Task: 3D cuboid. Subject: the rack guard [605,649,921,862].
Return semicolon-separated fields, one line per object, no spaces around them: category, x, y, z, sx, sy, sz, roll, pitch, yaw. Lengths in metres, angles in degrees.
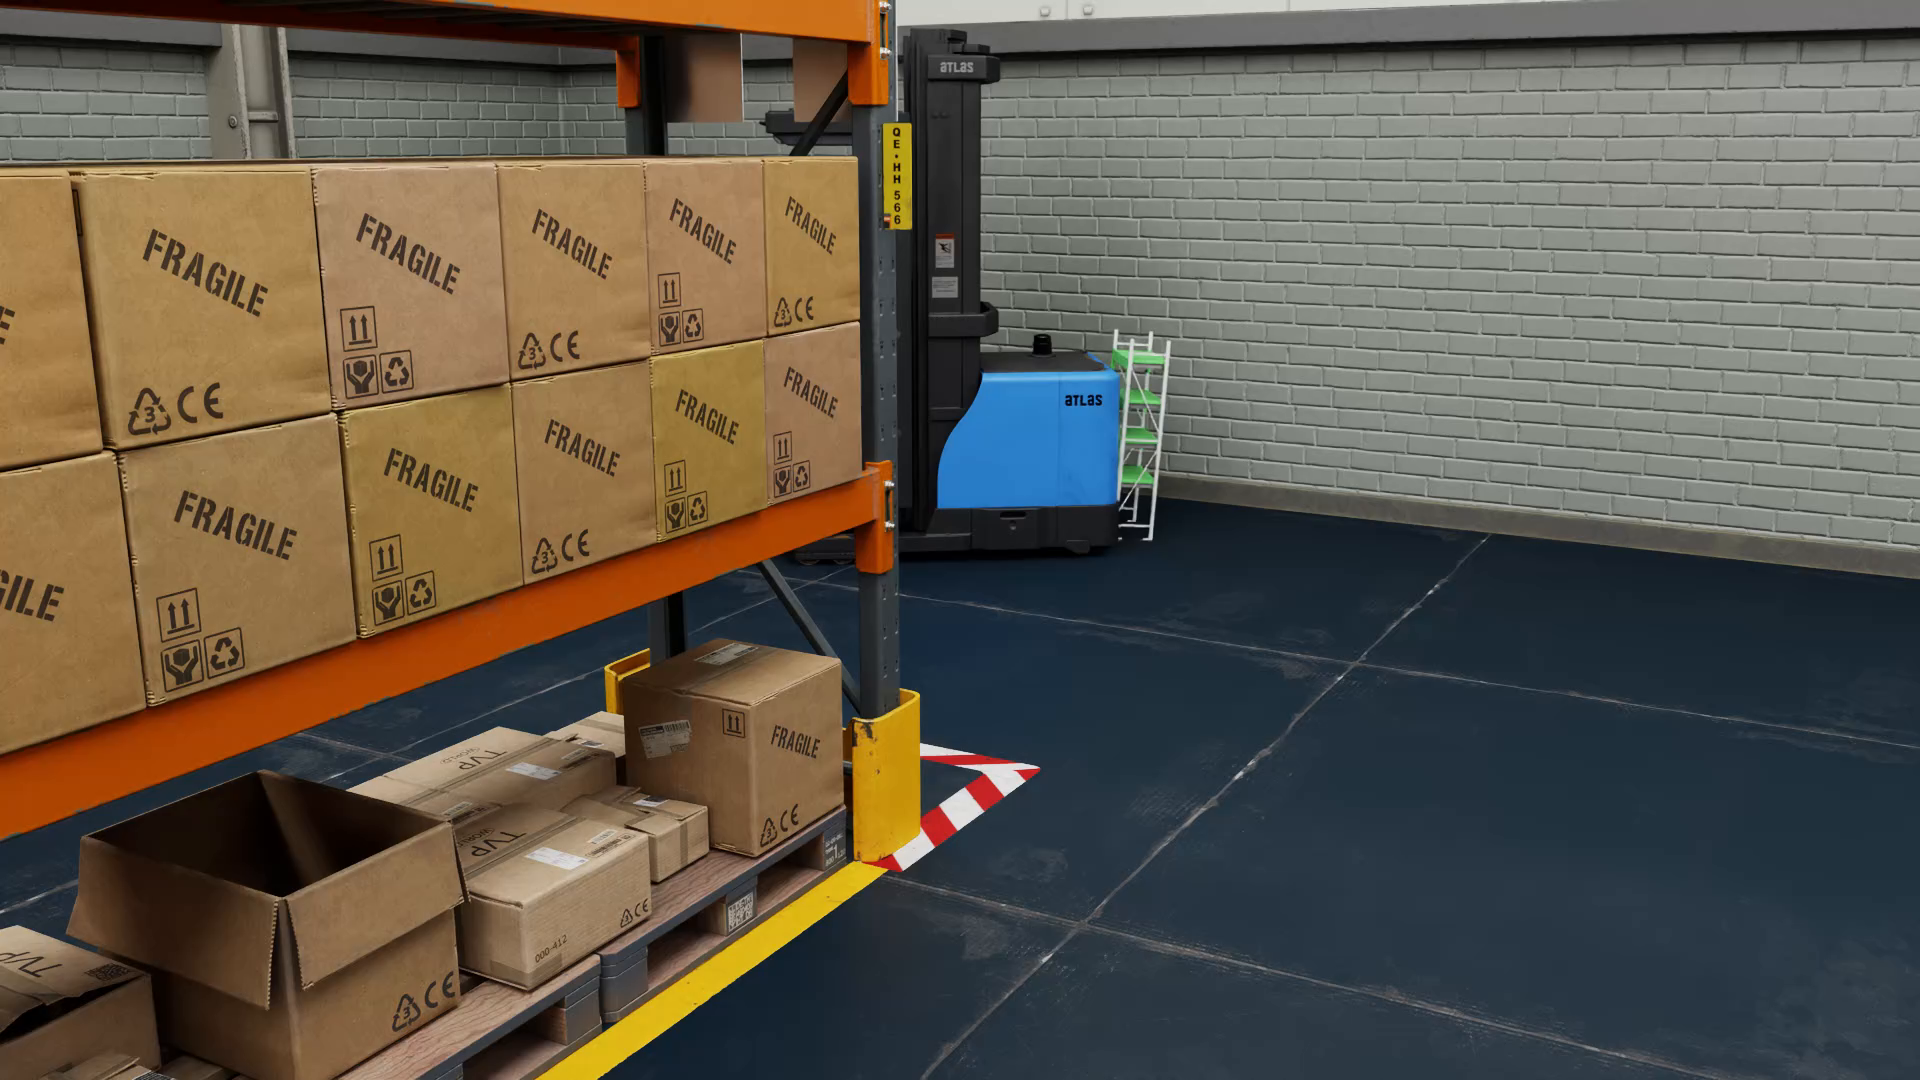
rack guard;-0.709;0.739;5.901;1.175;0.500;0.348;7;15;28

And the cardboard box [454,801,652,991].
cardboard box;-1.205;0.962;4.571;0.500;0.250;0.500;7;15;28

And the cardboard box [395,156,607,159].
cardboard box;-1.364;-0.857;4.842;0.500;0.500;0.500;8;15;29

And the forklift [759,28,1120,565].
forklift;-0.626;-1.411;9.634;3.031;2.935;1.130;-1;14;-5

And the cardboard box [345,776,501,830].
cardboard box;-1.667;0.916;4.763;0.500;0.250;0.500;7;15;28

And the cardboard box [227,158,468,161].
cardboard box;-1.610;-0.755;4.418;0.500;0.500;0.500;8;16;29

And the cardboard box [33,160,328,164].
cardboard box;-1.855;-0.651;3.986;0.500;0.500;0.500;7;15;28

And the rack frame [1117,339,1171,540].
rack frame;1.078;-0.589;9.885;0.240;1.200;0.015;2;13;-6

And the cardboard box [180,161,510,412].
cardboard box;-1.385;-0.588;3.725;0.500;0.500;0.500;8;16;30

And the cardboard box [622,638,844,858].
cardboard box;-0.720;0.649;5.336;0.500;0.500;0.500;7;15;28

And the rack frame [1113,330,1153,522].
rack frame;1.029;-0.704;10.357;0.240;1.200;0.015;2;13;-6

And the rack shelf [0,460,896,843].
rack shelf;-1.639;0.268;4.055;1.077;0.370;4.000;7;15;28

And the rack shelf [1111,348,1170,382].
rack shelf;1.081;-1.051;10.026;0.258;0.148;0.480;2;13;-6

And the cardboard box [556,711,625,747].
cardboard box;-1.176;0.727;5.761;0.380;0.149;0.250;7;15;28

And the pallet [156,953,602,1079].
pallet;-1.684;1.293;4.222;1.003;0.211;1.213;7;15;28

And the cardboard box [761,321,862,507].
cardboard box;-0.651;-0.418;5.152;0.500;0.500;0.500;8;16;30

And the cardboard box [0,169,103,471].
cardboard box;-1.883;-0.376;2.848;0.500;0.500;0.500;7;15;26

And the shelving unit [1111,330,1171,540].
shelving unit;1.054;-0.646;10.121;0.258;1.200;0.503;2;13;-6

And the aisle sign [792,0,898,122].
aisle sign;-0.371;-1.735;5.282;0.394;0.787;0.004;7;15;28

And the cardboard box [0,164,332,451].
cardboard box;-1.634;-0.482;3.285;0.500;0.500;0.500;7;15;26

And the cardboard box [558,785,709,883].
cardboard box;-0.994;0.884;5.073;0.380;0.166;0.250;7;15;28

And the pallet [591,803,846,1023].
pallet;-1.094;1.043;5.256;1.003;0.211;1.213;7;15;28

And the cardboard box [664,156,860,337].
cardboard box;-0.647;-0.904;5.036;0.500;0.500;0.500;7;15;28

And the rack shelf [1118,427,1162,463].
rack shelf;1.050;-0.584;10.135;0.258;0.148;0.480;2;13;-6

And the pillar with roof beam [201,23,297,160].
pillar with roof beam;-0.694;-4.133;7.976;9.100;9.000;0.400;7;15;28

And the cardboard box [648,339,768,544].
cardboard box;-0.898;-0.311;4.709;0.500;0.500;0.500;8;15;29

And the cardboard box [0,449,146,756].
cardboard box;-1.876;0.101;3.000;0.500;0.500;0.500;8;16;29

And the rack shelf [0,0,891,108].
rack shelf;-1.639;-1.190;3.704;1.077;0.370;4.000;7;15;28

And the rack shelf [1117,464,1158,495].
rack shelf;1.034;-0.351;10.190;0.258;0.148;0.480;2;13;-6

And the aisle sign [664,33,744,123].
aisle sign;-0.896;-1.803;5.564;0.394;0.787;0.004;7;15;28

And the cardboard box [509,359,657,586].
cardboard box;-1.144;-0.209;4.287;0.500;0.500;0.500;8;15;28

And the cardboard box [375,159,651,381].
cardboard box;-1.137;-0.693;4.162;0.500;0.500;0.500;8;16;30

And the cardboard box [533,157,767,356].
cardboard box;-0.890;-0.800;4.606;0.500;0.500;0.500;8;16;30

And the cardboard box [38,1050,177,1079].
cardboard box;-1.804;1.252;3.546;0.380;0.166;0.250;7;15;28

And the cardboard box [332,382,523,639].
cardboard box;-1.388;-0.106;3.858;0.500;0.500;0.500;7;15;27

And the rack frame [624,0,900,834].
rack frame;-0.672;-0.492;5.673;1.000;3.000;0.127;7;15;28

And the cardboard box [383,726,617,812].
cardboard box;-1.425;0.813;5.189;0.500;0.250;0.500;7;15;28

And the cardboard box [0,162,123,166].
cardboard box;-2.099;-0.548;3.558;0.500;0.500;0.500;8;15;28

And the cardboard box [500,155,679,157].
cardboard box;-1.118;-0.965;5.290;0.500;0.500;0.500;8;16;30

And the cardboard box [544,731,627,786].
cardboard box;-1.296;0.770;5.546;0.380;0.166;0.250;7;15;28

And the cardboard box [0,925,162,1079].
cardboard box;-2.216;1.119;3.789;0.500;0.311;0.500;7;15;28

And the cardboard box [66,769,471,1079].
cardboard box;-1.702;0.943;4.111;0.797;0.503;0.637;7;15;28

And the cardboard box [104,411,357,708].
cardboard box;-1.632;-0.001;3.425;0.500;0.500;0.500;7;15;28

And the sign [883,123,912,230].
sign;-0.196;-1.141;5.222;0.100;0.325;0.005;7;15;28

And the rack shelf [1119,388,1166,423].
rack shelf;1.065;-0.818;10.081;0.258;0.148;0.480;2;13;-6
